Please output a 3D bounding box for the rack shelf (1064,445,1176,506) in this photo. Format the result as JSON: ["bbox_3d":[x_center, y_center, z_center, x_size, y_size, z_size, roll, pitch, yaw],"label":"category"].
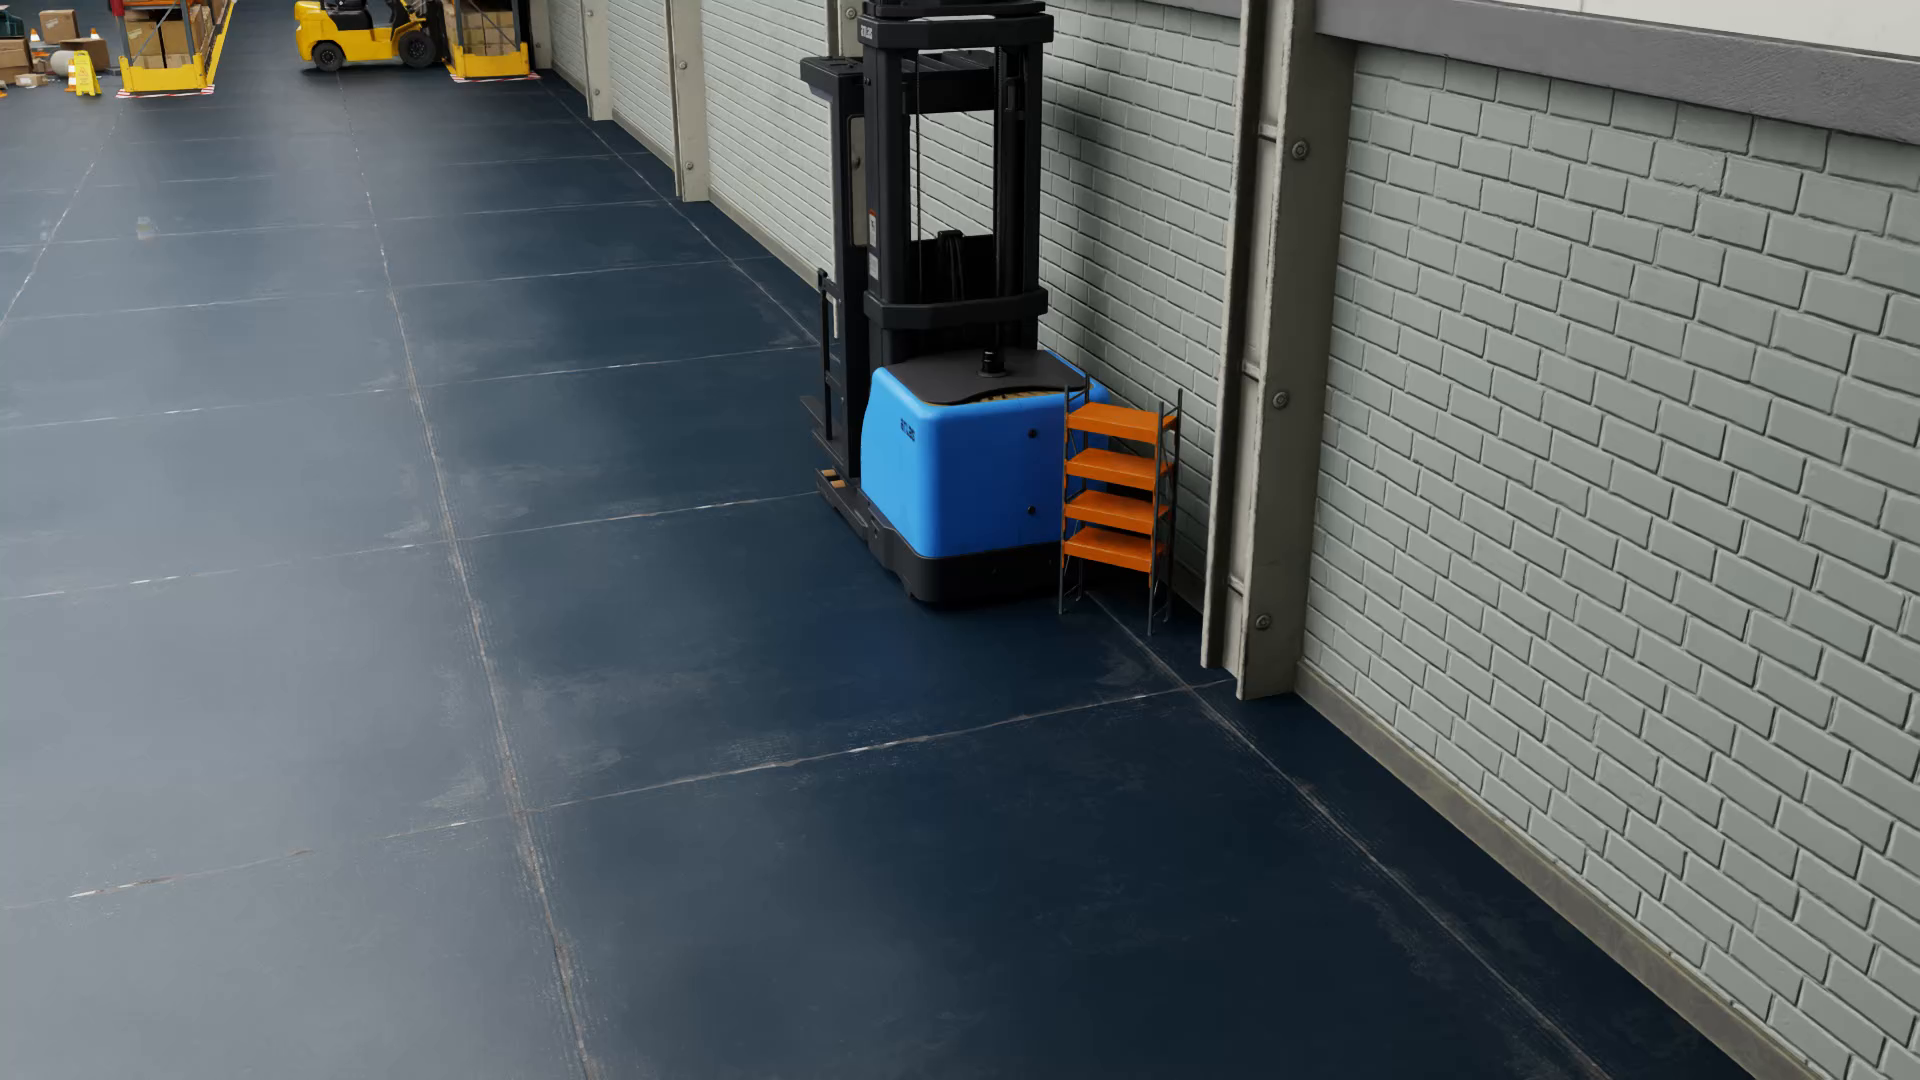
[{"bbox_3d":[0.775,-0.315,8.051,0.480,0.148,0.258,13,26,28],"label":"rack shelf"}]

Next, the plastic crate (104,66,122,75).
[{"bbox_3d":[-13.996,-7.834,27.733,0.402,0.080,0.583,-18,29,-37],"label":"plastic crate"}]

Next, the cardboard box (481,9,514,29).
[{"bbox_3d":[-7.721,-8.679,27.692,0.500,0.250,0.500,-9,24,-20],"label":"cardboard box"}]

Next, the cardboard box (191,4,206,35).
[{"bbox_3d":[-13.323,-8.956,28.671,0.500,0.500,0.500,-9,24,-20],"label":"cardboard box"}]

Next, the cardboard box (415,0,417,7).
[{"bbox_3d":[-11.637,-11.912,36.328,0.500,0.500,0.500,-9,25,-21],"label":"cardboard box"}]

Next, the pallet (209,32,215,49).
[{"bbox_3d":[-14.495,-9.304,31.052,1.003,0.211,1.213,-8,24,-19],"label":"pallet"}]

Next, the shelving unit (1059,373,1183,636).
[{"bbox_3d":[0.775,-0.171,8.112,0.503,1.200,0.258,13,26,28],"label":"shelving unit"}]

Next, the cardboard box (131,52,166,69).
[{"bbox_3d":[-12.916,-7.601,26.421,0.500,0.250,0.500,-8,24,-19],"label":"cardboard box"}]

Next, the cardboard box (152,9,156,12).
[{"bbox_3d":[-13.559,-8.844,27.570,0.380,0.149,0.250,-7,24,-16],"label":"cardboard box"}]

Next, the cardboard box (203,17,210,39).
[{"bbox_3d":[-14.228,-9.296,30.285,0.950,0.372,0.625,-7,24,-16],"label":"cardboard box"}]

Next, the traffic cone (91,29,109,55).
[{"bbox_3d":[-15.531,-8.952,29.892,0.336,0.463,0.334,-8,24,-19],"label":"traffic cone"}]

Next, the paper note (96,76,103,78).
[{"bbox_3d":[-14.107,-7.579,27.193,0.142,0.019,0.148,-18,29,-37],"label":"paper note"}]

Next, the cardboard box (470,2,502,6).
[{"bbox_3d":[-8.242,-9.230,29.000,0.500,0.250,0.500,-9,24,-20],"label":"cardboard box"}]

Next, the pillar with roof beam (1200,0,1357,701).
[{"bbox_3d":[-2.680,-2.921,4.594,9.100,9.000,0.400,-8,24,-19],"label":"pillar with roof beam"}]

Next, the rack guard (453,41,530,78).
[{"bbox_3d":[-7.720,-7.930,27.422,1.175,0.500,0.348,-8,24,-19],"label":"rack guard"}]

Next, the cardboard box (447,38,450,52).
[{"bbox_3d":[-8.525,-8.510,28.578,0.500,0.250,0.500,-8,24,-18],"label":"cardboard box"}]

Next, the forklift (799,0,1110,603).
[{"bbox_3d":[-0.216,-1.581,9.226,1.130,2.935,3.031,-8,24,-18],"label":"forklift"}]

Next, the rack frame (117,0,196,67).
[{"bbox_3d":[-12.370,-8.409,25.338,1.000,3.000,0.127,-8,24,-19],"label":"rack frame"}]

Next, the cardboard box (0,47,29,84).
[{"bbox_3d":[-15.359,-7.549,26.513,0.637,0.503,0.797,12,26,27],"label":"cardboard box"}]

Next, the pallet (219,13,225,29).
[{"bbox_3d":[-15.832,-10.770,34.531,1.003,0.211,1.213,-8,24,-19],"label":"pallet"}]

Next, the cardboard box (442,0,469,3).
[{"bbox_3d":[-8.906,-9.346,29.275,0.500,0.250,0.500,-7,24,-17],"label":"cardboard box"}]

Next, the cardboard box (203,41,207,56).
[{"bbox_3d":[-12.950,-8.233,27.921,0.500,0.250,0.500,-8,24,-18],"label":"cardboard box"}]

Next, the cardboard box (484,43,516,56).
[{"bbox_3d":[-7.719,-8.223,27.897,0.500,0.250,0.500,-8,24,-19],"label":"cardboard box"}]

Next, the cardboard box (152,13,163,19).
[{"bbox_3d":[-13.257,-8.309,27.137,0.500,0.500,0.500,-9,24,-20],"label":"cardboard box"}]

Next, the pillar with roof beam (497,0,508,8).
[{"bbox_3d":[-13.278,-13.822,30.457,9.100,9.000,0.400,-8,24,-19],"label":"pillar with roof beam"}]

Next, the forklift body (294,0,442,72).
[{"bbox_3d":[-10.105,-9.139,28.163,2.313,2.155,1.214,-8,24,-19],"label":"forklift body"}]

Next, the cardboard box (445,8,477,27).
[{"bbox_3d":[-8.368,-8.788,27.949,0.500,0.250,0.500,-8,24,-18],"label":"cardboard box"}]

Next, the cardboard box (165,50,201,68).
[{"bbox_3d":[-12.397,-7.666,26.576,0.500,0.250,0.500,-9,24,-19],"label":"cardboard box"}]

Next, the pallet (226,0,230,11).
[{"bbox_3d":[-17.240,-12.215,37.959,1.003,0.211,1.213,-8,24,-19],"label":"pallet"}]

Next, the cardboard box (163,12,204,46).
[{"bbox_3d":[-12.764,-8.393,27.335,0.500,0.500,0.500,-8,24,-18],"label":"cardboard box"}]

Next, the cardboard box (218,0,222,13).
[{"bbox_3d":[-15.989,-11.442,34.730,0.875,0.875,0.875,-8,24,-17],"label":"cardboard box"}]

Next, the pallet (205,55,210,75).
[{"bbox_3d":[-13.078,-7.894,27.707,1.003,0.211,1.213,-8,24,-19],"label":"pallet"}]

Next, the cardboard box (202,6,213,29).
[{"bbox_3d":[-15.006,-10.091,32.173,0.950,0.372,0.625,-10,25,-23],"label":"cardboard box"}]

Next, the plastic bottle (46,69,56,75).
[{"bbox_3d":[-15.082,-7.782,27.634,0.133,0.061,0.283,-4,23,-10],"label":"plastic bottle"}]

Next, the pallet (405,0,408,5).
[{"bbox_3d":[-12.644,-12.860,39.490,1.003,0.211,1.213,-8,24,-19],"label":"pallet"}]

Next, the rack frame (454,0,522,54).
[{"bbox_3d":[-7.728,-9.091,26.957,1.000,3.000,0.127,-8,24,-19],"label":"rack frame"}]

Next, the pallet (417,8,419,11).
[{"bbox_3d":[-11.210,-11.432,36.101,1.003,0.211,1.213,-8,24,-19],"label":"pallet"}]

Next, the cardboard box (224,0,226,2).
[{"bbox_3d":[-17.048,-12.350,37.447,0.875,0.438,0.875,-9,25,-21],"label":"cardboard box"}]

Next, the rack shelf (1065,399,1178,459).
[{"bbox_3d":[0.775,-0.533,7.959,0.480,0.148,0.258,13,26,28],"label":"rack shelf"}]

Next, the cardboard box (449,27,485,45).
[{"bbox_3d":[-8.193,-8.382,27.630,0.500,0.250,0.500,-9,24,-20],"label":"cardboard box"}]

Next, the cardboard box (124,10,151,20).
[{"bbox_3d":[-13.090,-8.359,26.419,0.380,0.149,0.250,-8,24,-17],"label":"cardboard box"}]

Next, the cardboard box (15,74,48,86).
[{"bbox_3d":[-14.723,-7.294,26.364,0.380,0.149,0.250,4,23,9],"label":"cardboard box"}]
